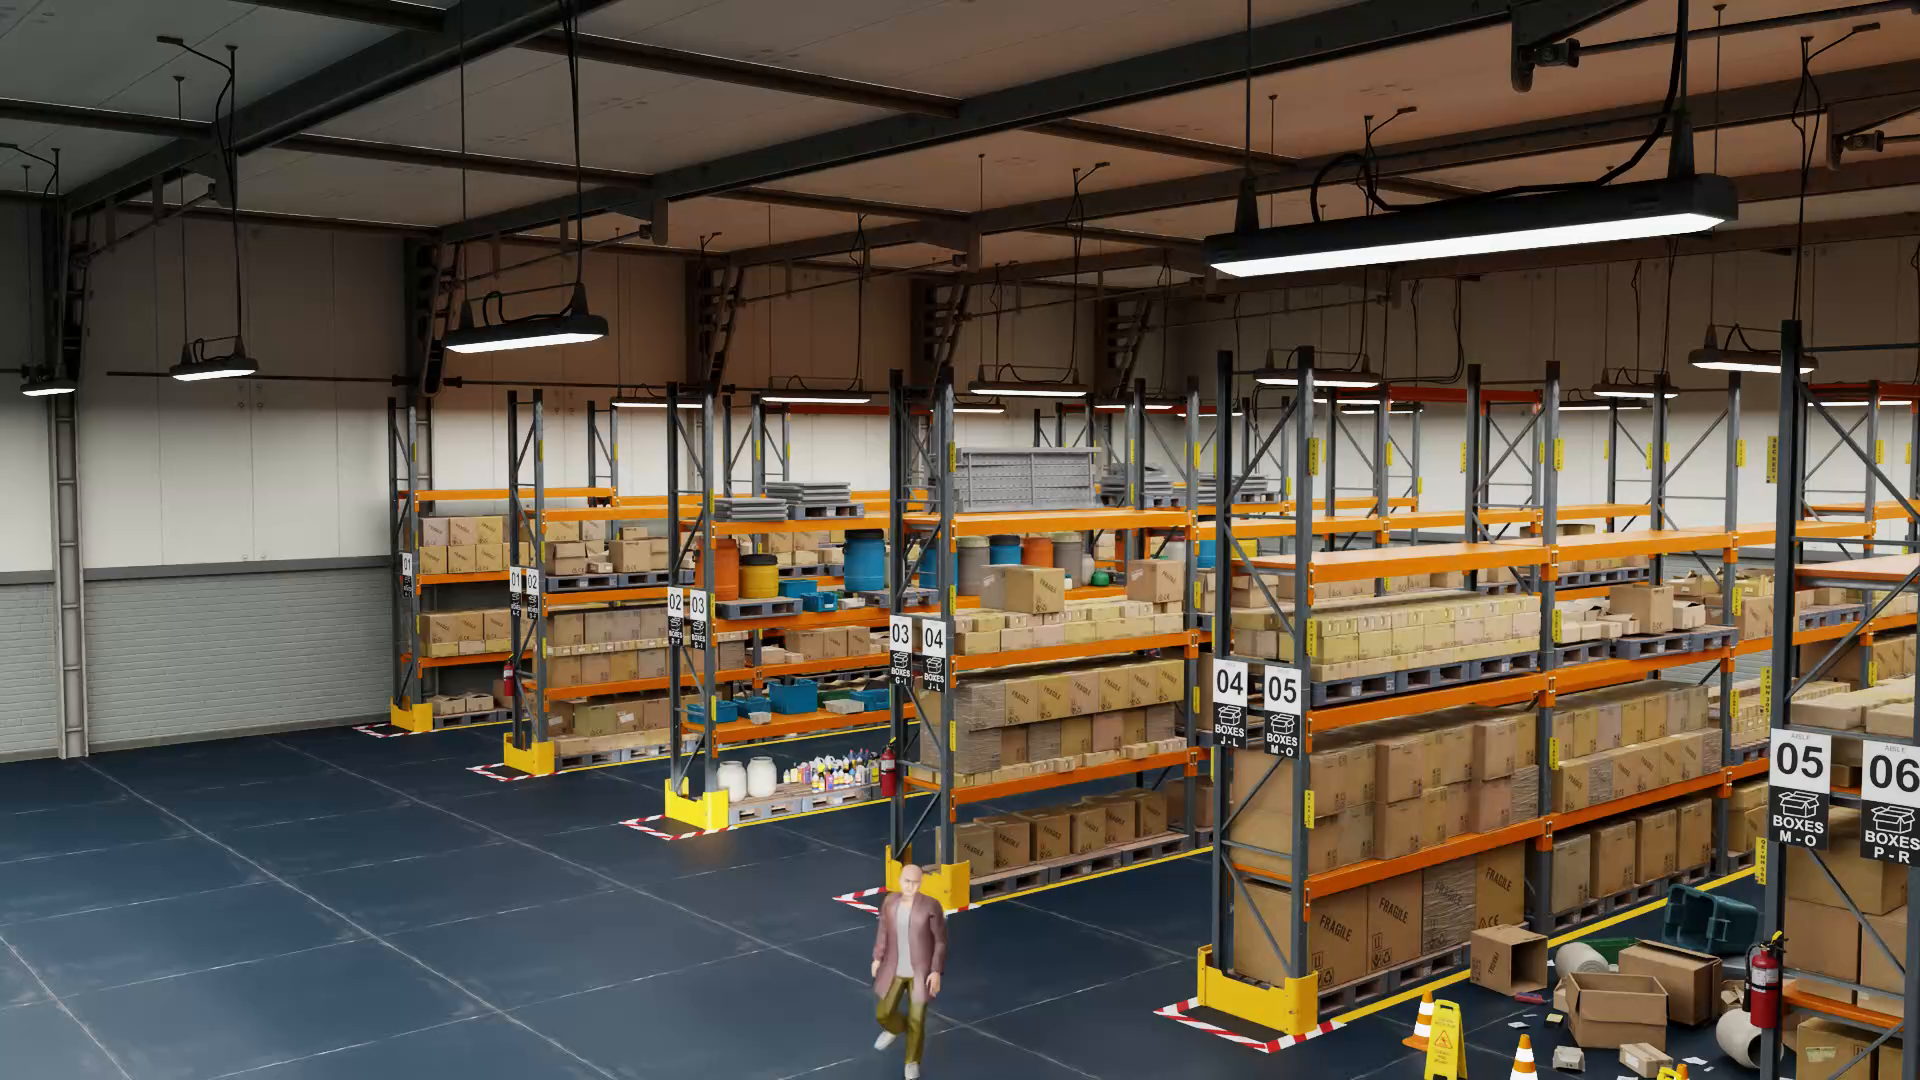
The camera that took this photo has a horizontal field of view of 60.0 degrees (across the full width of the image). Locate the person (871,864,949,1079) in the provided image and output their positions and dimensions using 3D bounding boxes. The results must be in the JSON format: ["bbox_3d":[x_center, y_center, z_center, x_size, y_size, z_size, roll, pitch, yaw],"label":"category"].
[{"bbox_3d":[-0.408,3.492,13.617,0.743,1.744,0.734,1,3,17],"label":"person"}]

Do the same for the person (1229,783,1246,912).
[{"bbox_3d":[3.283,3.335,18.224,1.076,1.456,0.543,-2,4,-32],"label":"person"}]
